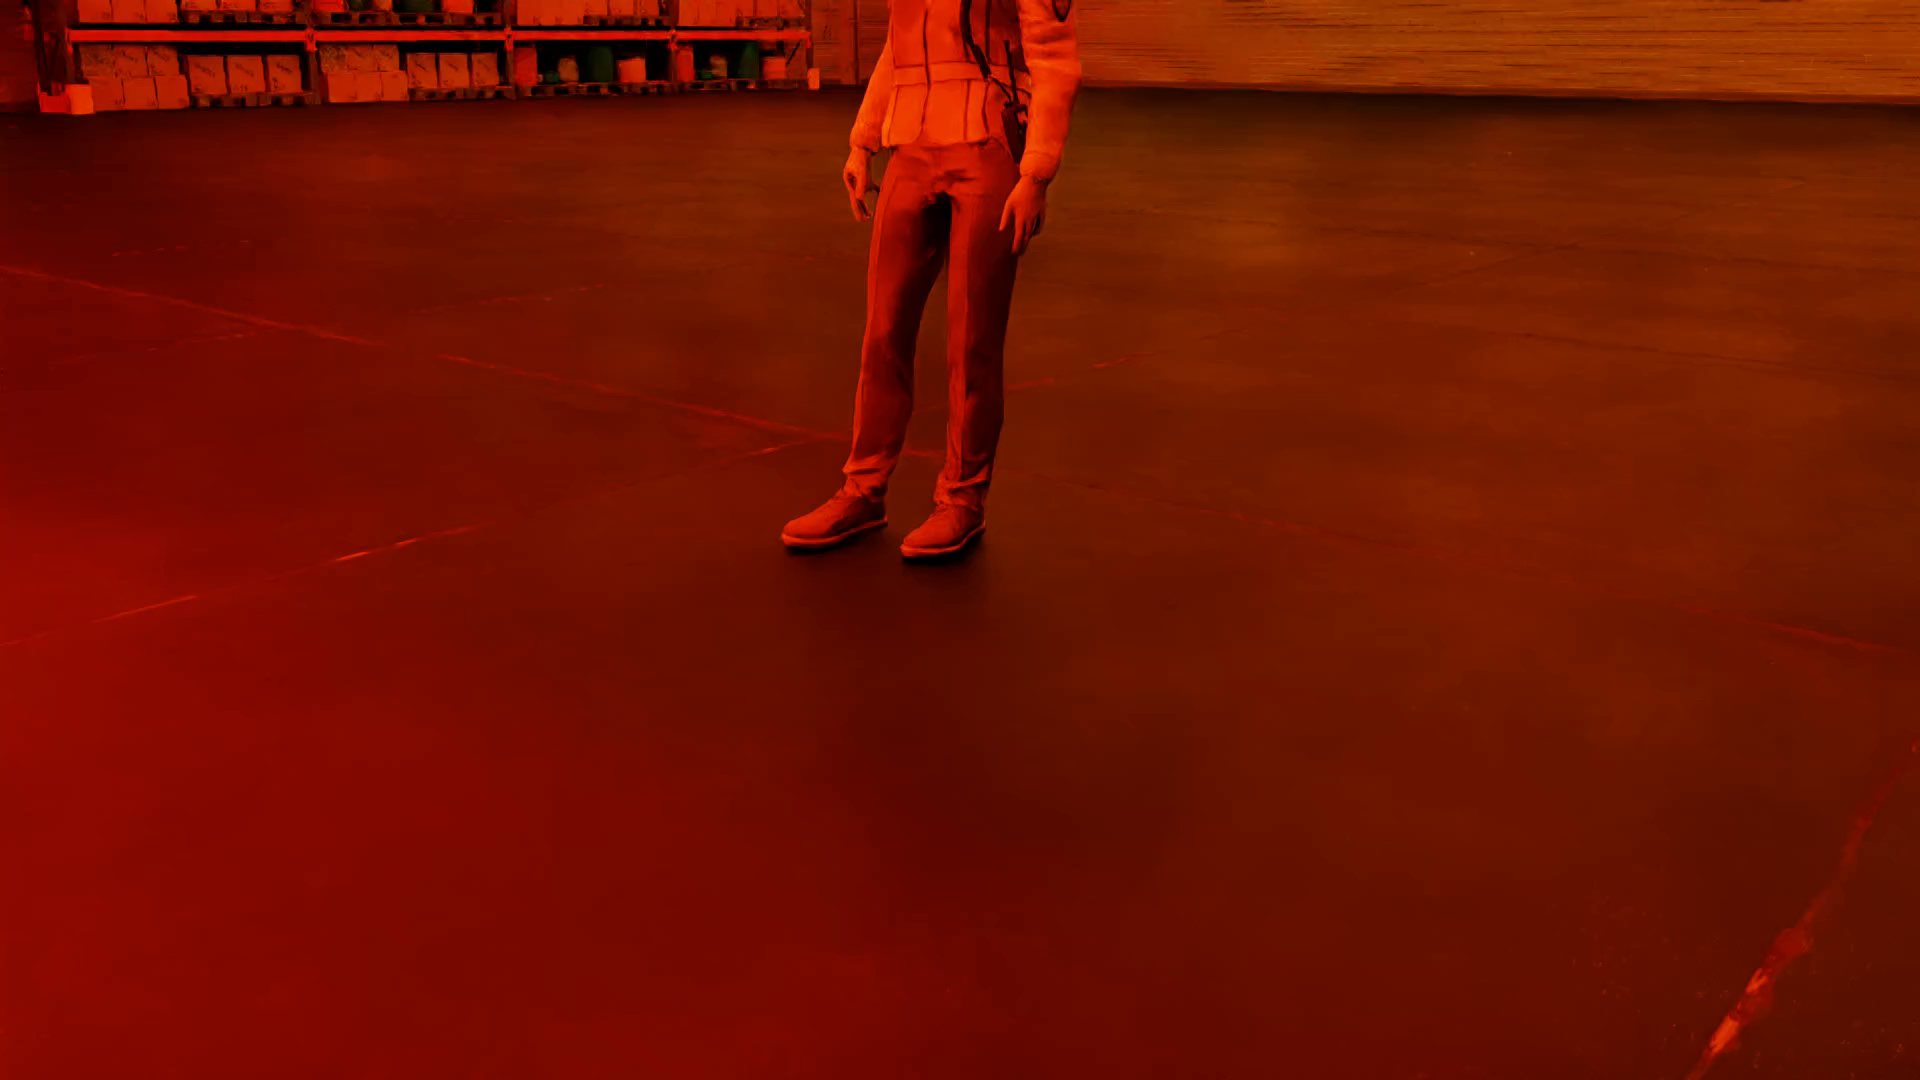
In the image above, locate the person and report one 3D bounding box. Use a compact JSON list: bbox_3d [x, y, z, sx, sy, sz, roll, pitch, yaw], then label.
[{"bbox_3d":[-0.049,-0.804,3.648,0.586,1.695,0.533,13,21,37],"label":"person"}]
